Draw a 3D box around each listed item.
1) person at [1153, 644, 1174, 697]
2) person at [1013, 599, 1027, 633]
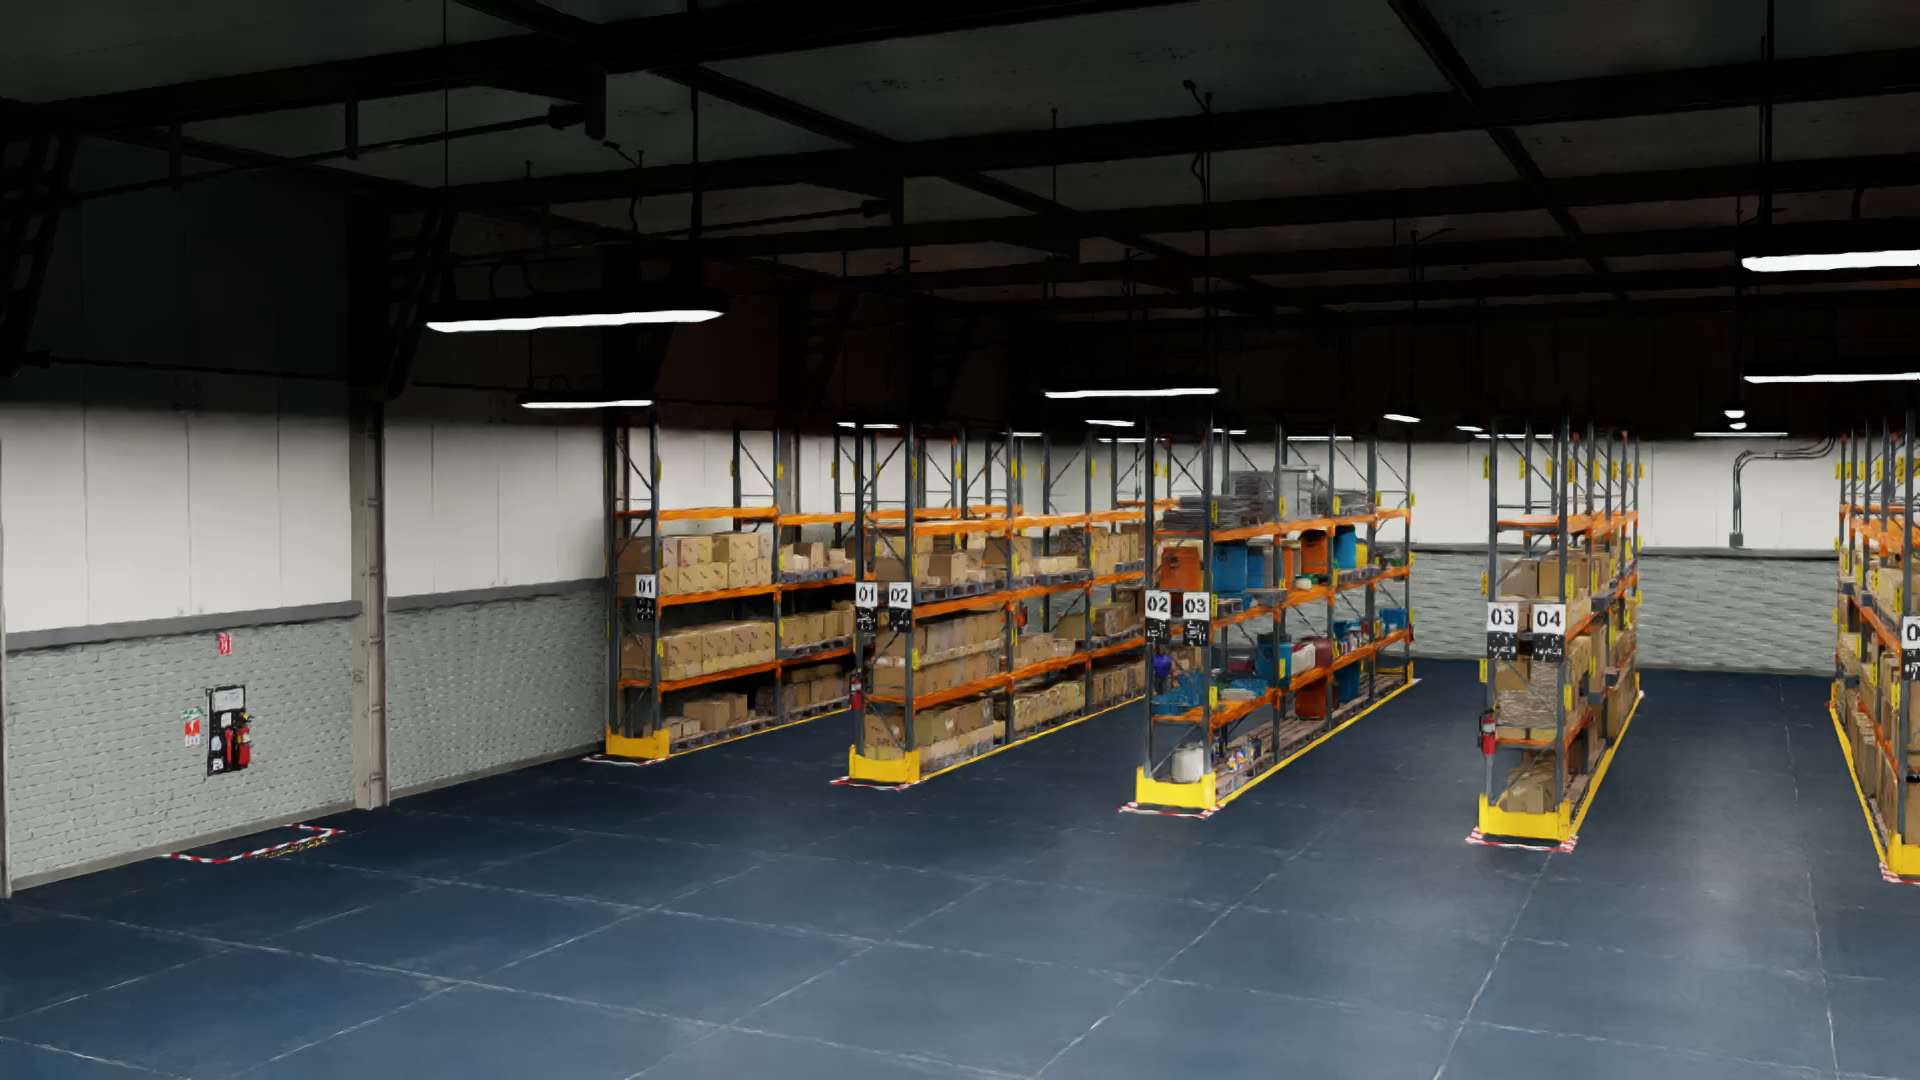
[{"bbox_3d":[4.010,2.808,33.164,0.449,1.558,1.089,1,3,23],"label":"person"},{"bbox_3d":[1.583,2.205,45.083,0.737,1.774,0.576,-1,3,-26],"label":"person"}]
